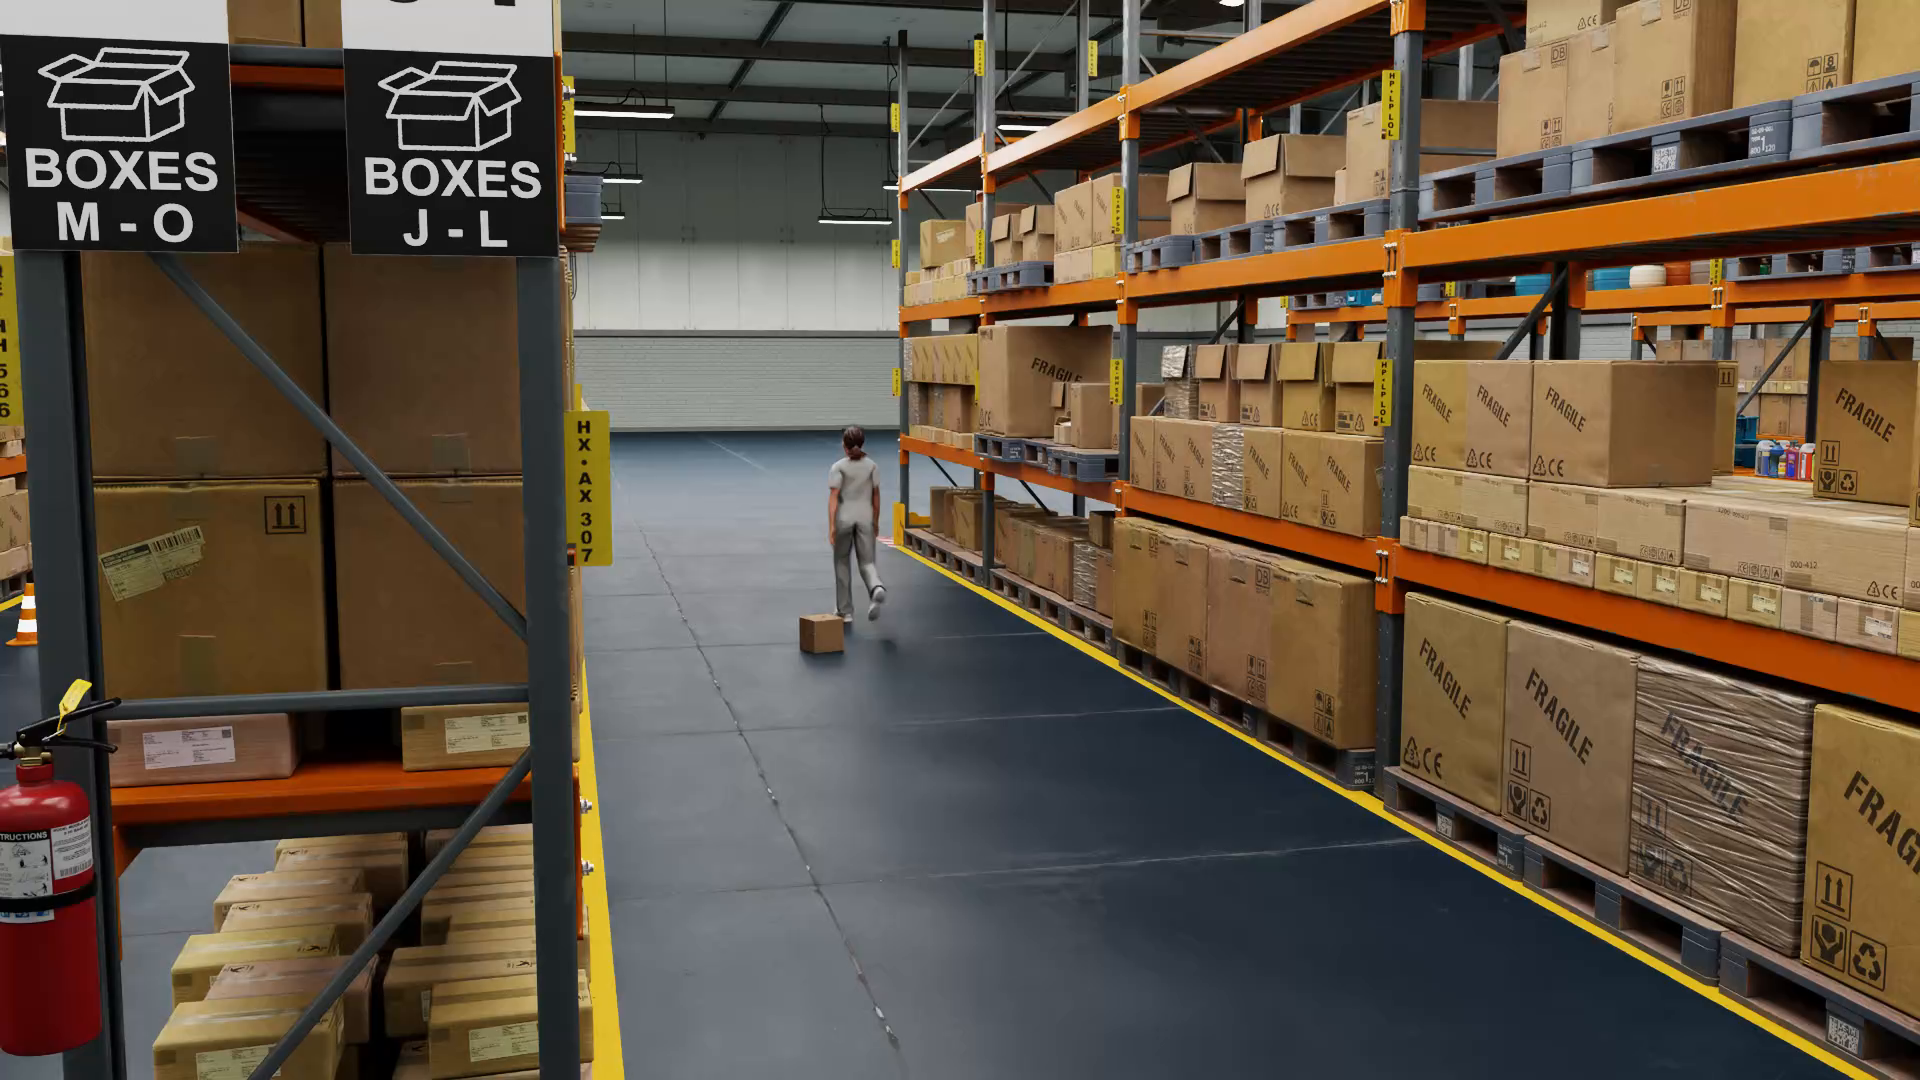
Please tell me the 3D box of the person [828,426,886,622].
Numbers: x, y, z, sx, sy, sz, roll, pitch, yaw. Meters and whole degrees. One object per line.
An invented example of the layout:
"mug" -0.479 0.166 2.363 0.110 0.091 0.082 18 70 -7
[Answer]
"person" -0.857 -0.109 13.716 0.461 1.619 0.814 -2 6 -15
